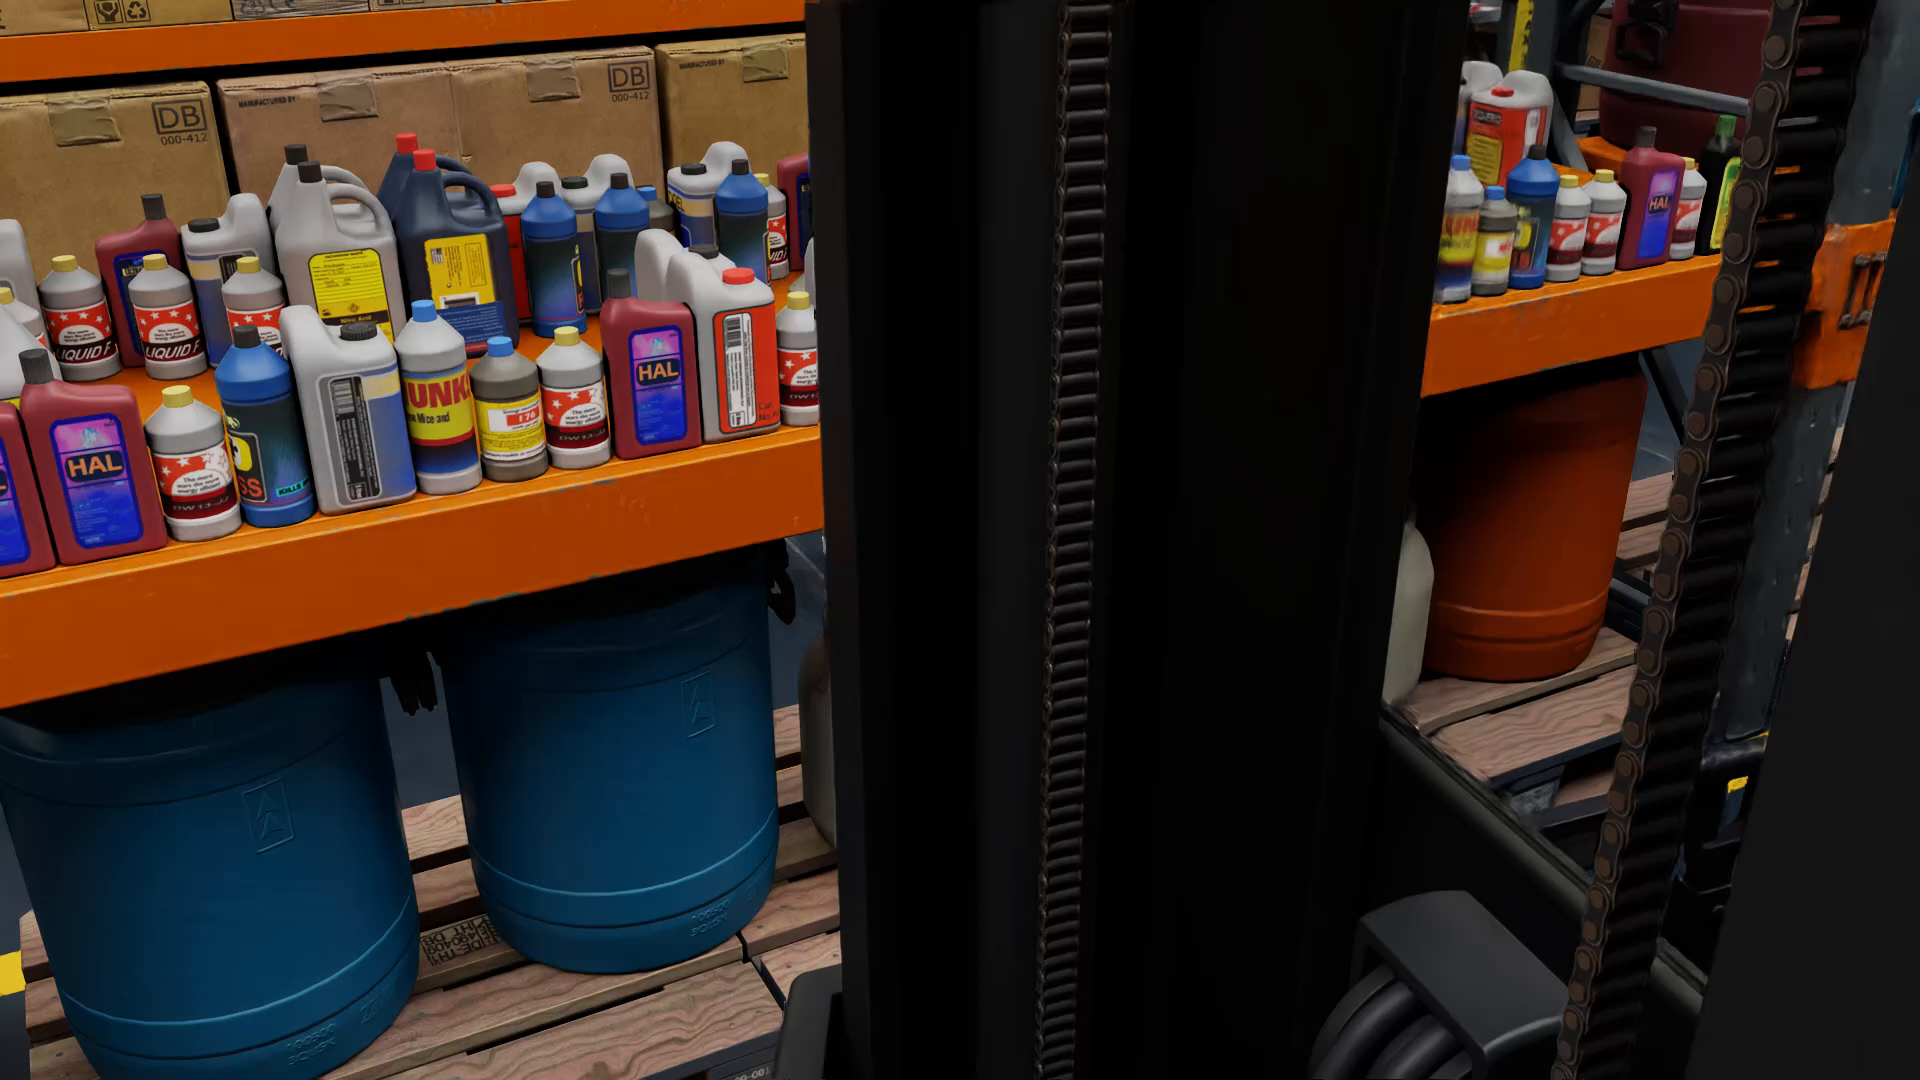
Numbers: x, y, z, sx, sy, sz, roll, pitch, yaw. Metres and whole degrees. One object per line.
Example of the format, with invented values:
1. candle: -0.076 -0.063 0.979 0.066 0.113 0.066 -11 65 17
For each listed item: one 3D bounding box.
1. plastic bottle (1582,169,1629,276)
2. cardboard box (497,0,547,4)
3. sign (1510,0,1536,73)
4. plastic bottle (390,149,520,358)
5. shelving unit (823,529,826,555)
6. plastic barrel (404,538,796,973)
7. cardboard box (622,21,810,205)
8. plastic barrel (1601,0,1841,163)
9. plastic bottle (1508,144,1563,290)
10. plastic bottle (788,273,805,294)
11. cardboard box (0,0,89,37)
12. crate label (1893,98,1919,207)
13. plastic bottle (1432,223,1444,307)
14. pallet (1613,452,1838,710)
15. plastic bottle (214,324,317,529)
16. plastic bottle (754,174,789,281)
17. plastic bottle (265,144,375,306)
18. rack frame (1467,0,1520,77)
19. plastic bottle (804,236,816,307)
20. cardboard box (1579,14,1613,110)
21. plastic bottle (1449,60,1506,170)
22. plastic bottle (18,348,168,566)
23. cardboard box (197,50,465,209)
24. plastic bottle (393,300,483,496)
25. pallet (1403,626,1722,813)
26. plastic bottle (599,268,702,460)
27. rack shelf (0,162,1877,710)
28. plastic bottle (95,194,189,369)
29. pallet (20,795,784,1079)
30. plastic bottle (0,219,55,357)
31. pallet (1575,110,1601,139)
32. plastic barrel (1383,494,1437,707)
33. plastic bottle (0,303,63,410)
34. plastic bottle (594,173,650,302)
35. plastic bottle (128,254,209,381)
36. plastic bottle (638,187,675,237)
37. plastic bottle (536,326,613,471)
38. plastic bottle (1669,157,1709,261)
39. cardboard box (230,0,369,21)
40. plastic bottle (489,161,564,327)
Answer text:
1. plastic bottle: 1.289 -0.644 3.355 0.097 0.201 0.097 0 26 0
2. cardboard box: -1.789 -2.578 7.037 0.500 0.500 0.500 -14 29 -27
3. sign: 1.495 -1.325 4.355 0.005 0.325 0.100 -13 29 -25
4. plastic bottle: -0.882 -0.500 2.883 0.185 0.351 0.144 -13 29 -25
5. shelving unit: -0.146 -0.507 4.920 0.503 1.200 0.258 -13 29 -25
6. plastic barrel: -0.657 0.280 3.139 0.708 0.901 0.600 -13 29 -25
7. cardboard box: -1.190 -2.033 7.988 0.875 0.875 1.225 -14 29 -27
8. plastic barrel: 2.027 -1.314 4.364 0.708 0.536 0.600 -13 29 -25
9. plastic bottle: 1.118 -0.636 3.257 0.097 0.271 0.097 0 26 0
10. plastic bottle: -0.236 -0.367 2.777 0.097 0.201 0.097 0 26 0
11. cardboard box: -3.577 -2.163 6.173 0.500 0.500 0.500 -13 29 -25
12. crate label: 2.308 -0.910 3.872 0.416 0.233 0.303 -13 29 -25
13. plastic bottle: 0.860 -0.545 3.149 0.097 0.201 0.097 0 26 0
14. pallet: 2.461 0.072 4.857 1.213 0.211 1.003 -13 29 -25
15. plastic bottle: -0.949 -0.159 2.264 0.097 0.271 0.097 0 26 0
16. plastic bottle: -0.394 -0.628 3.321 0.097 0.201 0.097 0 26 0
17. plastic bottle: -1.113 -0.518 2.919 0.185 0.351 0.144 -13 29 -25
18. rack frame: 2.958 -3.749 9.592 0.127 3.000 1.000 -13 29 -25
19. plastic bottle: -0.160 -0.356 2.670 0.135 0.276 0.152 -13 29 -25
20. cardboard box: 3.832 -2.997 10.429 0.500 0.500 0.500 -4 26 -9
21. plastic bottle: 1.226 -1.022 4.056 0.135 0.276 0.152 -13 29 -25
22. plastic bottle: -1.128 -0.114 2.157 0.133 0.283 0.061 -13 29 -25
23. cardboard box: -2.757 -1.671 7.234 0.875 0.875 1.225 -14 29 -27
24. plastic bottle: -0.744 -0.206 2.362 0.097 0.271 0.097 0 26 0
25. pallet: 1.084 0.391 4.191 1.213 0.211 1.003 -13 29 -25
26. plastic bottle: -0.462 -0.268 2.477 0.133 0.283 0.061 -13 29 -25
27. rack shelf: -0.005 -0.311 3.263 4.000 0.370 1.077 -13 29 -25
28. plastic bottle: -1.392 -0.443 2.843 0.133 0.283 0.061 -13 29 -25
29. pallet: -1.069 0.888 3.156 1.213 0.211 1.003 -13 29 -25
30. plastic bottle: -1.574 -0.375 2.710 0.135 0.276 0.152 -13 29 -25
31. pallet: 3.534 -2.642 10.508 1.213 0.211 1.003 -13 29 -25
32. plastic barrel: 0.880 0.145 3.871 0.421 0.512 0.421 0 26 0
33. plastic bottle: -1.271 -0.162 2.178 0.185 0.351 0.144 -13 29 -25
34. plastic bottle: -0.613 -0.534 3.045 0.097 0.271 0.097 0 26 0
35. plastic bottle: -1.338 -0.380 2.805 0.097 0.201 0.097 0 26 0
36. plastic bottle: -0.599 -0.580 3.223 0.097 0.201 0.097 0 26 0
37. plastic bottle: -0.572 -0.214 2.460 0.097 0.201 0.097 0 26 0
38. plastic bottle: 1.493 -0.691 3.453 0.097 0.201 0.097 0 26 0
39. cardboard box: -2.692 -2.367 6.599 0.500 0.500 0.500 -14 29 -26
40. plastic bottle: -0.807 -0.553 3.079 0.135 0.276 0.152 -13 29 -25
